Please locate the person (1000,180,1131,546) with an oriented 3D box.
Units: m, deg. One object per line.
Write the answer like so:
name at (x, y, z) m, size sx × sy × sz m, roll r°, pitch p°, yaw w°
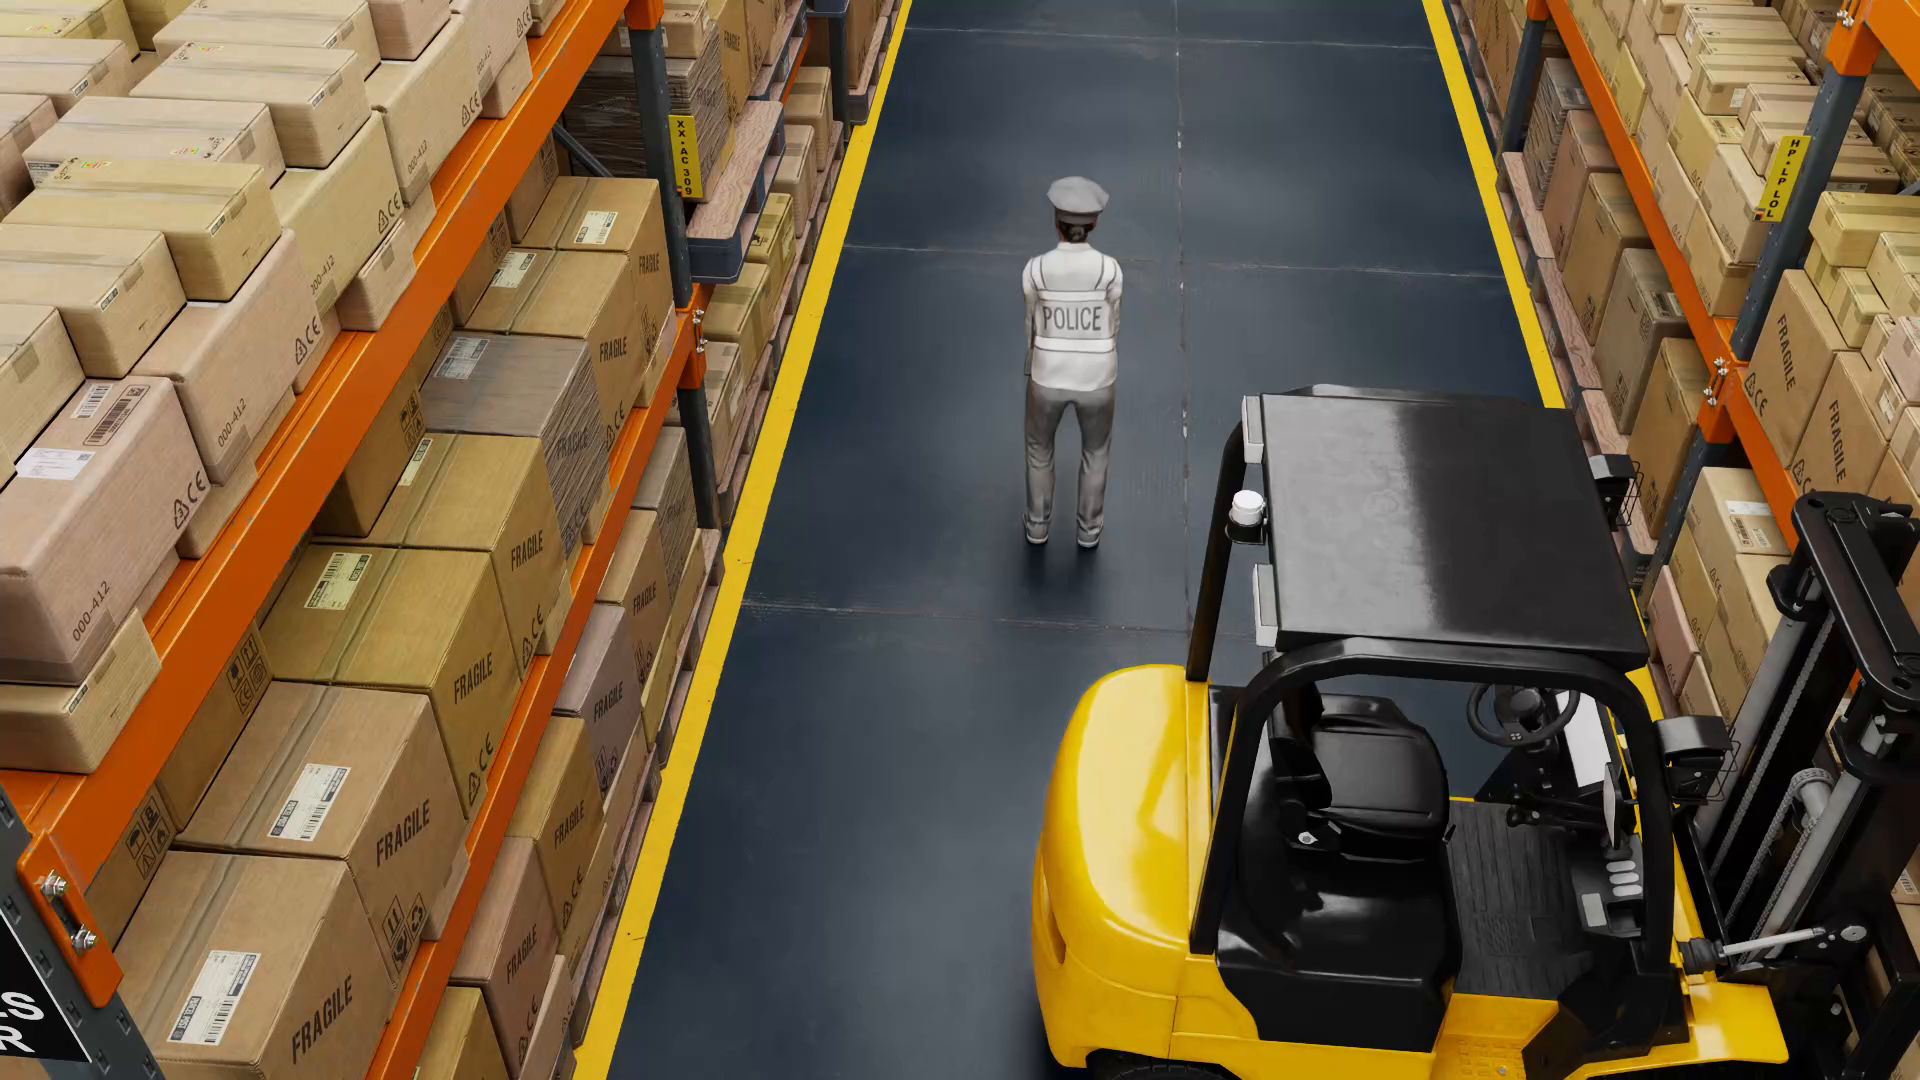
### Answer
person at (0.439, -0.672, 6.947) m, size 0.541 × 1.662 × 0.375 m, roll 1°, pitch 40°, yaw 1°
